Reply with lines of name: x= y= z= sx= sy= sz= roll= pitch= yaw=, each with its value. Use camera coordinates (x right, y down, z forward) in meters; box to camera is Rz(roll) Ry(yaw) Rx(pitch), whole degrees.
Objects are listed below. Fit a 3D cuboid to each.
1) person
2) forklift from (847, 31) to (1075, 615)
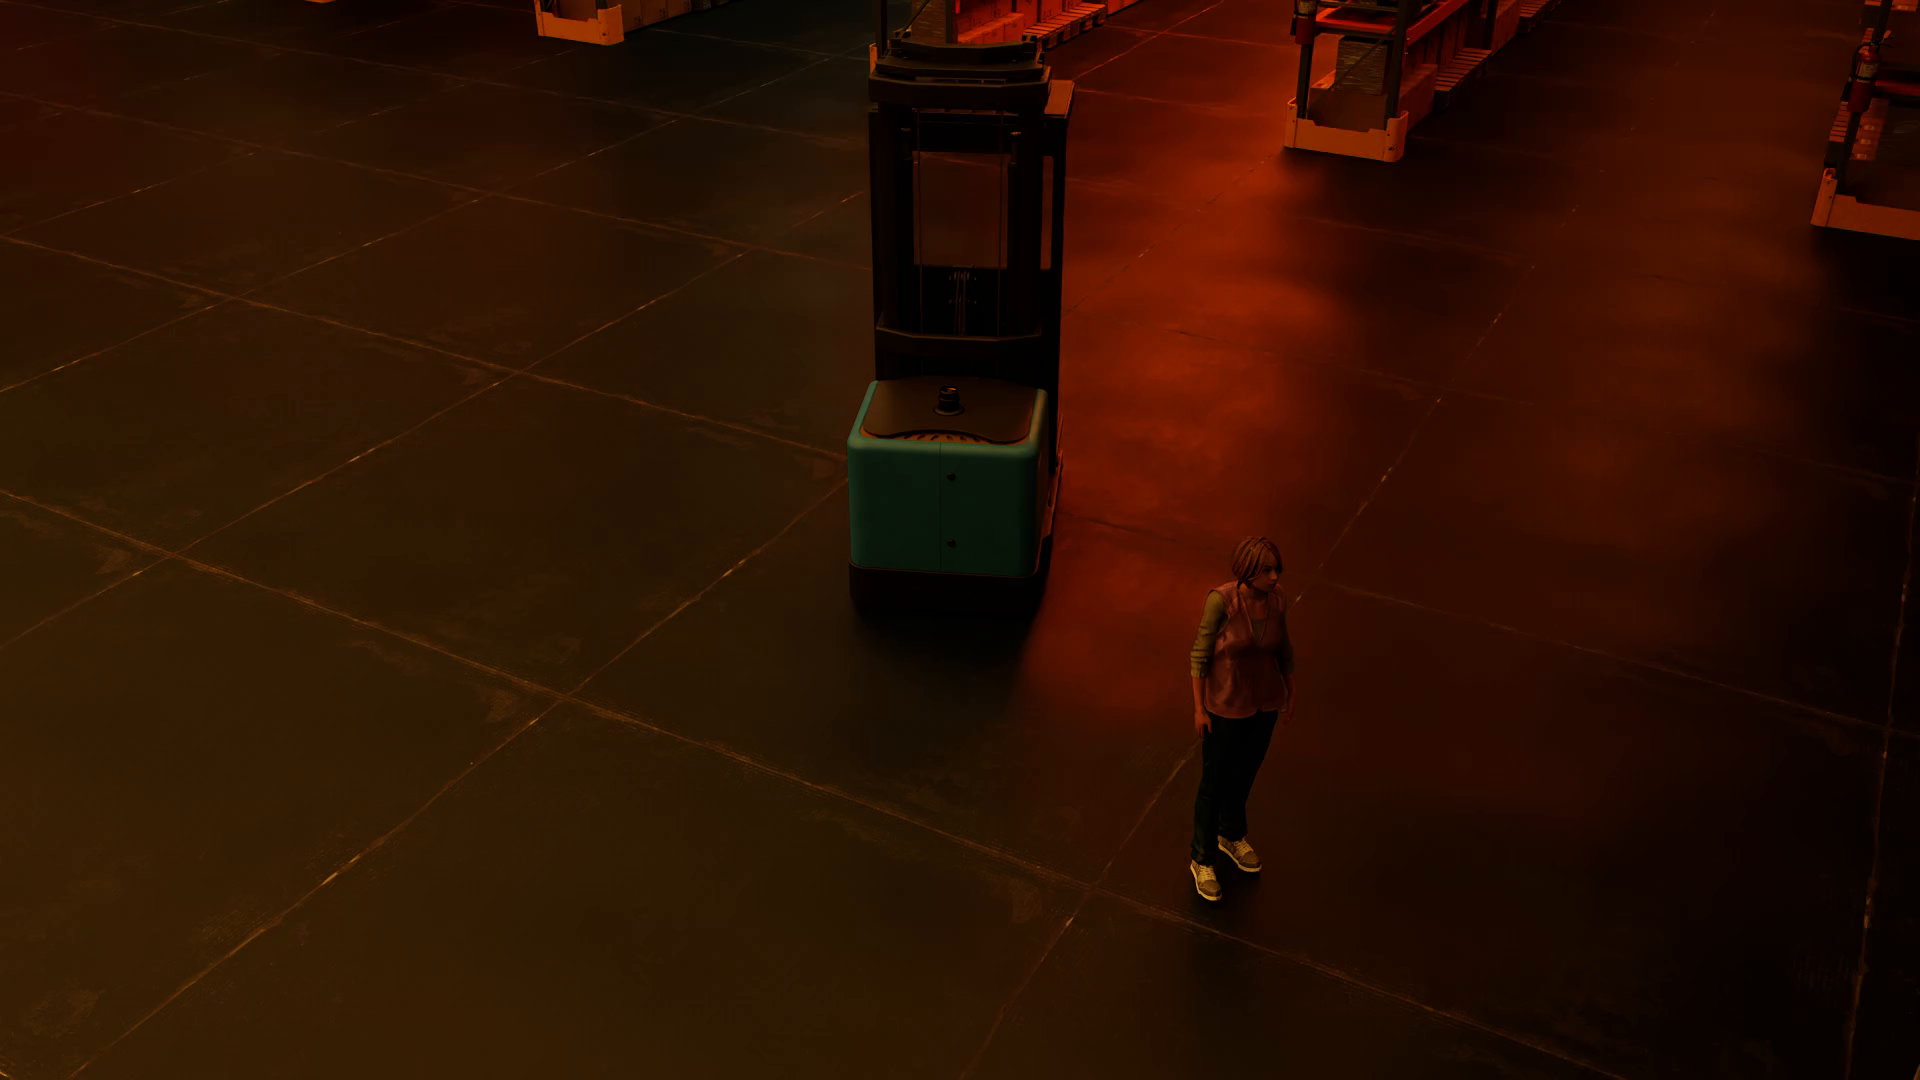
person: x=1.230 y=0.746 z=7.097 sx=0.519 sy=1.598 sz=0.474 roll=-11 pitch=32 yaw=-19
forklift: x=0.072 y=-1.572 z=9.794 sx=1.130 sy=2.935 sz=3.031 roll=3 pitch=30 yaw=6
